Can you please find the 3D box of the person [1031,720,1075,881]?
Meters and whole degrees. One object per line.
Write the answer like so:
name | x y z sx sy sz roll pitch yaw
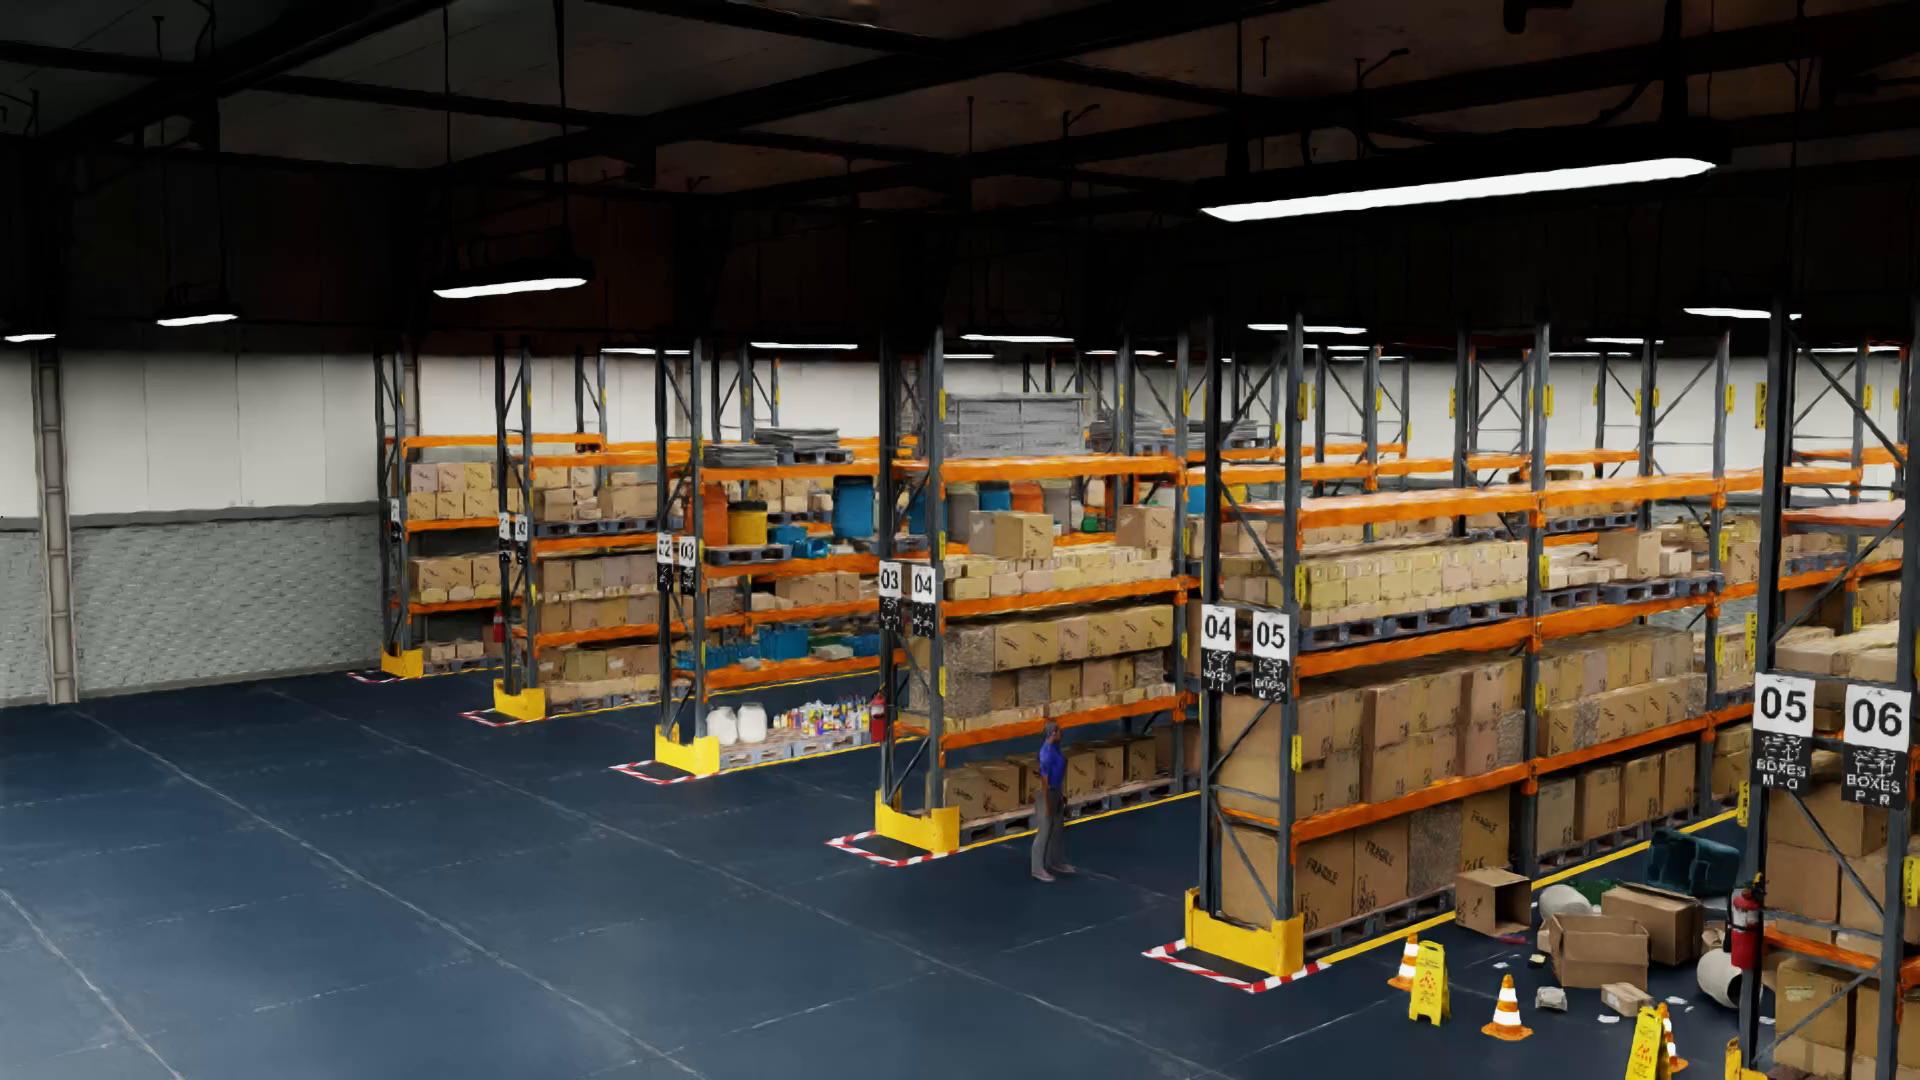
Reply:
person | 0.993 2.729 17.573 0.422 1.662 0.502 2 5 18
